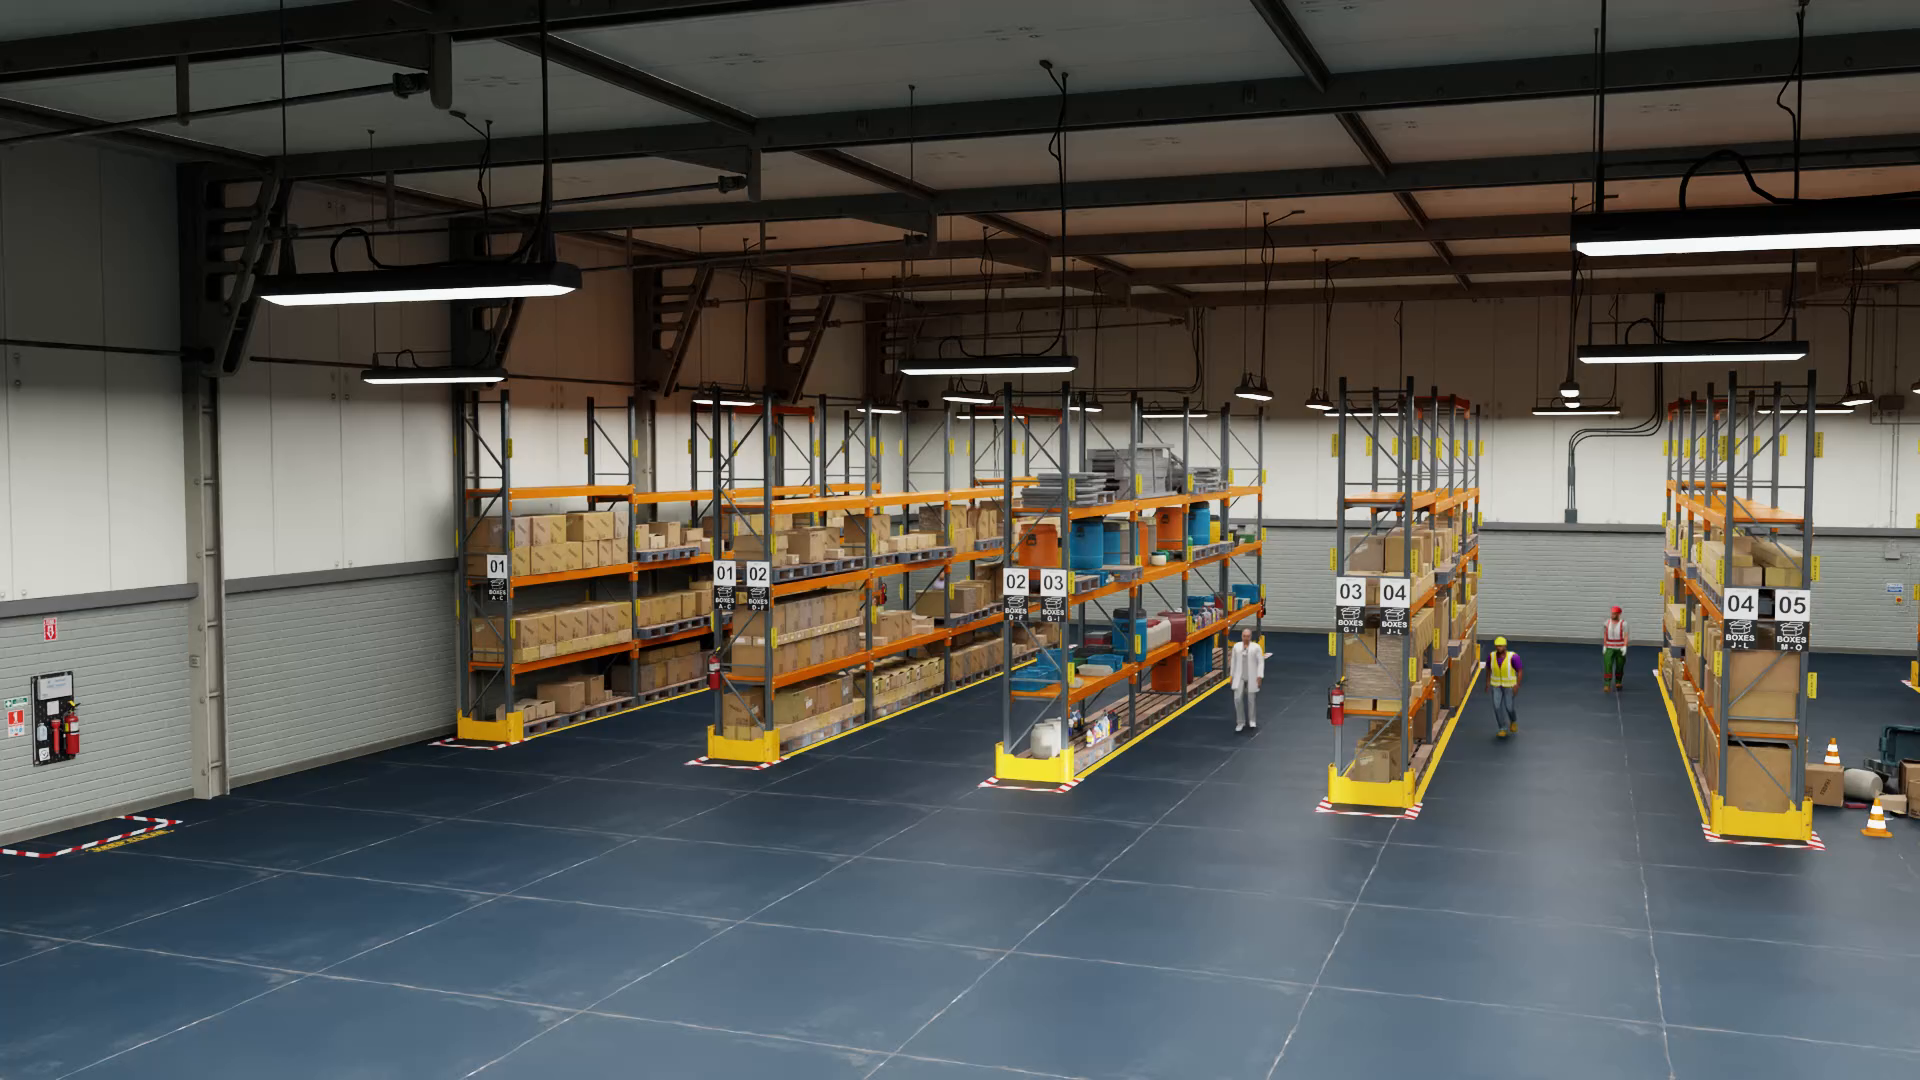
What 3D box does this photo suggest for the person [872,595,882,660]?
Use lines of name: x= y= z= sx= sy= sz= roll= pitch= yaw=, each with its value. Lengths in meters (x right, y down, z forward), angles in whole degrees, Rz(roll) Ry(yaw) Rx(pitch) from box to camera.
person: x=-1.885 y=1.950 z=36.827 sx=0.535 sy=1.498 sz=0.664 roll=0 pitch=3 yaw=7

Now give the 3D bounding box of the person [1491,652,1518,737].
person: x=9.508 y=2.668 z=29.016 sx=0.434 sy=1.481 sz=0.598 roll=2 pitch=4 yaw=33

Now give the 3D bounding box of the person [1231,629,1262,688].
person: x=5.109 y=2.112 z=29.642 sx=0.608 sy=1.058 sz=0.387 roll=1 pitch=3 yaw=22

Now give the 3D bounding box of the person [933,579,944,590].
person: x=-0.512 y=1.749 z=45.976 sx=0.460 sy=1.401 sz=0.981 roll=1 pitch=3 yaw=10

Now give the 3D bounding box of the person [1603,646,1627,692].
person: x=13.474 y=2.621 z=34.222 sx=0.458 sy=0.917 sz=1.054 roll=1 pitch=3 yaw=22
